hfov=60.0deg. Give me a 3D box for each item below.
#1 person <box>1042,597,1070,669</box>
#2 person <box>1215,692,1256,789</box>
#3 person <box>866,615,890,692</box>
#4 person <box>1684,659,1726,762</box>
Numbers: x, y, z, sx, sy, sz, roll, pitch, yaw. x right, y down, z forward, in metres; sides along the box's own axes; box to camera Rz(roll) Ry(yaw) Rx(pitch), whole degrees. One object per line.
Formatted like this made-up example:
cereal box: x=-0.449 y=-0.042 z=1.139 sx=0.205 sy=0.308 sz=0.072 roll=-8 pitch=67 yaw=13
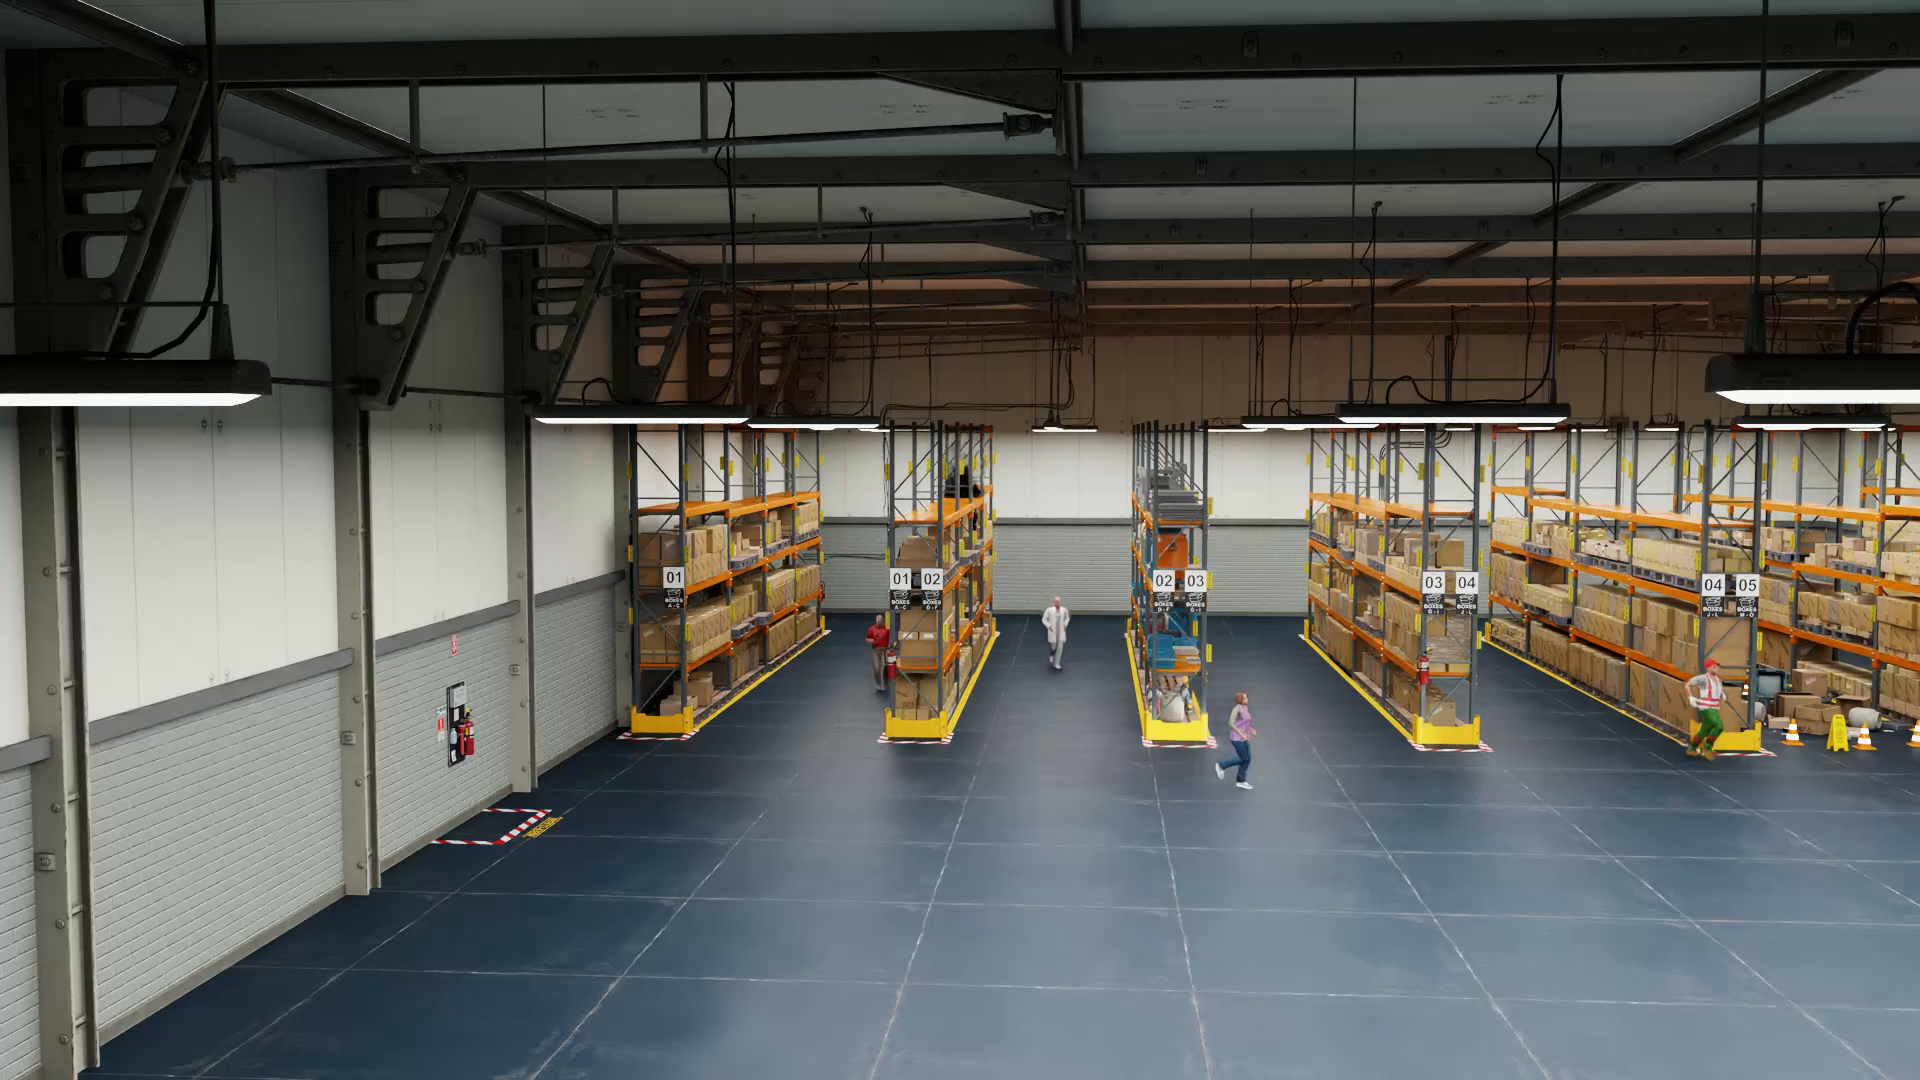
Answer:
person: x=2.366 y=2.268 z=40.800 sx=0.702 sy=1.743 sz=0.820 roll=-1 pitch=4 yaw=-9
person: x=4.496 y=3.241 z=27.056 sx=0.598 sy=1.578 sz=0.537 roll=2 pitch=4 yaw=31
person: x=-1.770 y=2.533 z=37.058 sx=0.645 sy=1.733 sz=0.651 roll=0 pitch=4 yaw=-1
person: x=13.174 y=2.987 z=29.277 sx=0.704 sy=1.776 sz=0.689 roll=-3 pitch=5 yaw=-39
